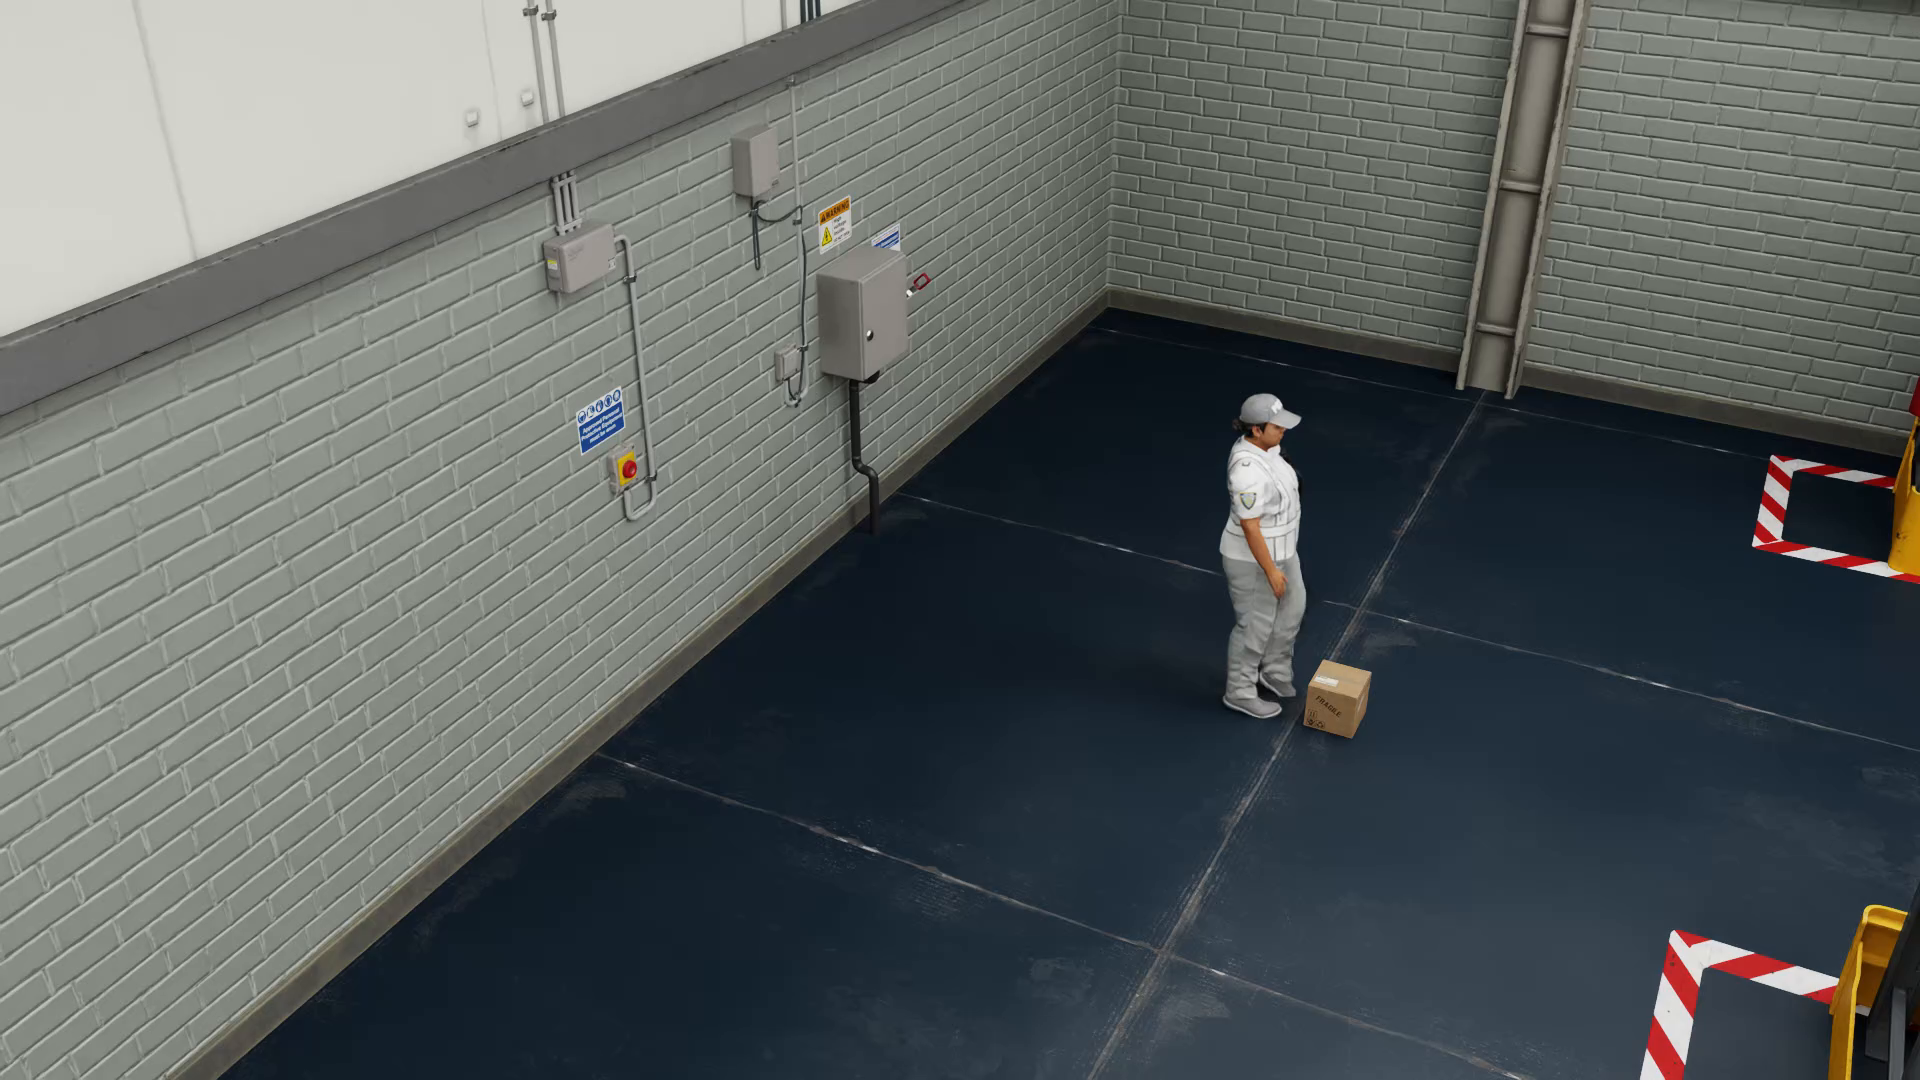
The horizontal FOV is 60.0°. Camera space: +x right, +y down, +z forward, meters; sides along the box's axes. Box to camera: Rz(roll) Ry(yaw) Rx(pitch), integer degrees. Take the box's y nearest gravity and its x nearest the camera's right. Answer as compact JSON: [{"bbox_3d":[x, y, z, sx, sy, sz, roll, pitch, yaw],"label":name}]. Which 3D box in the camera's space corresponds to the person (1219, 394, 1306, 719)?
[{"bbox_3d":[1.516,0.118,8.152,0.501,1.758,0.519,10,32,17],"label":"person"}]
